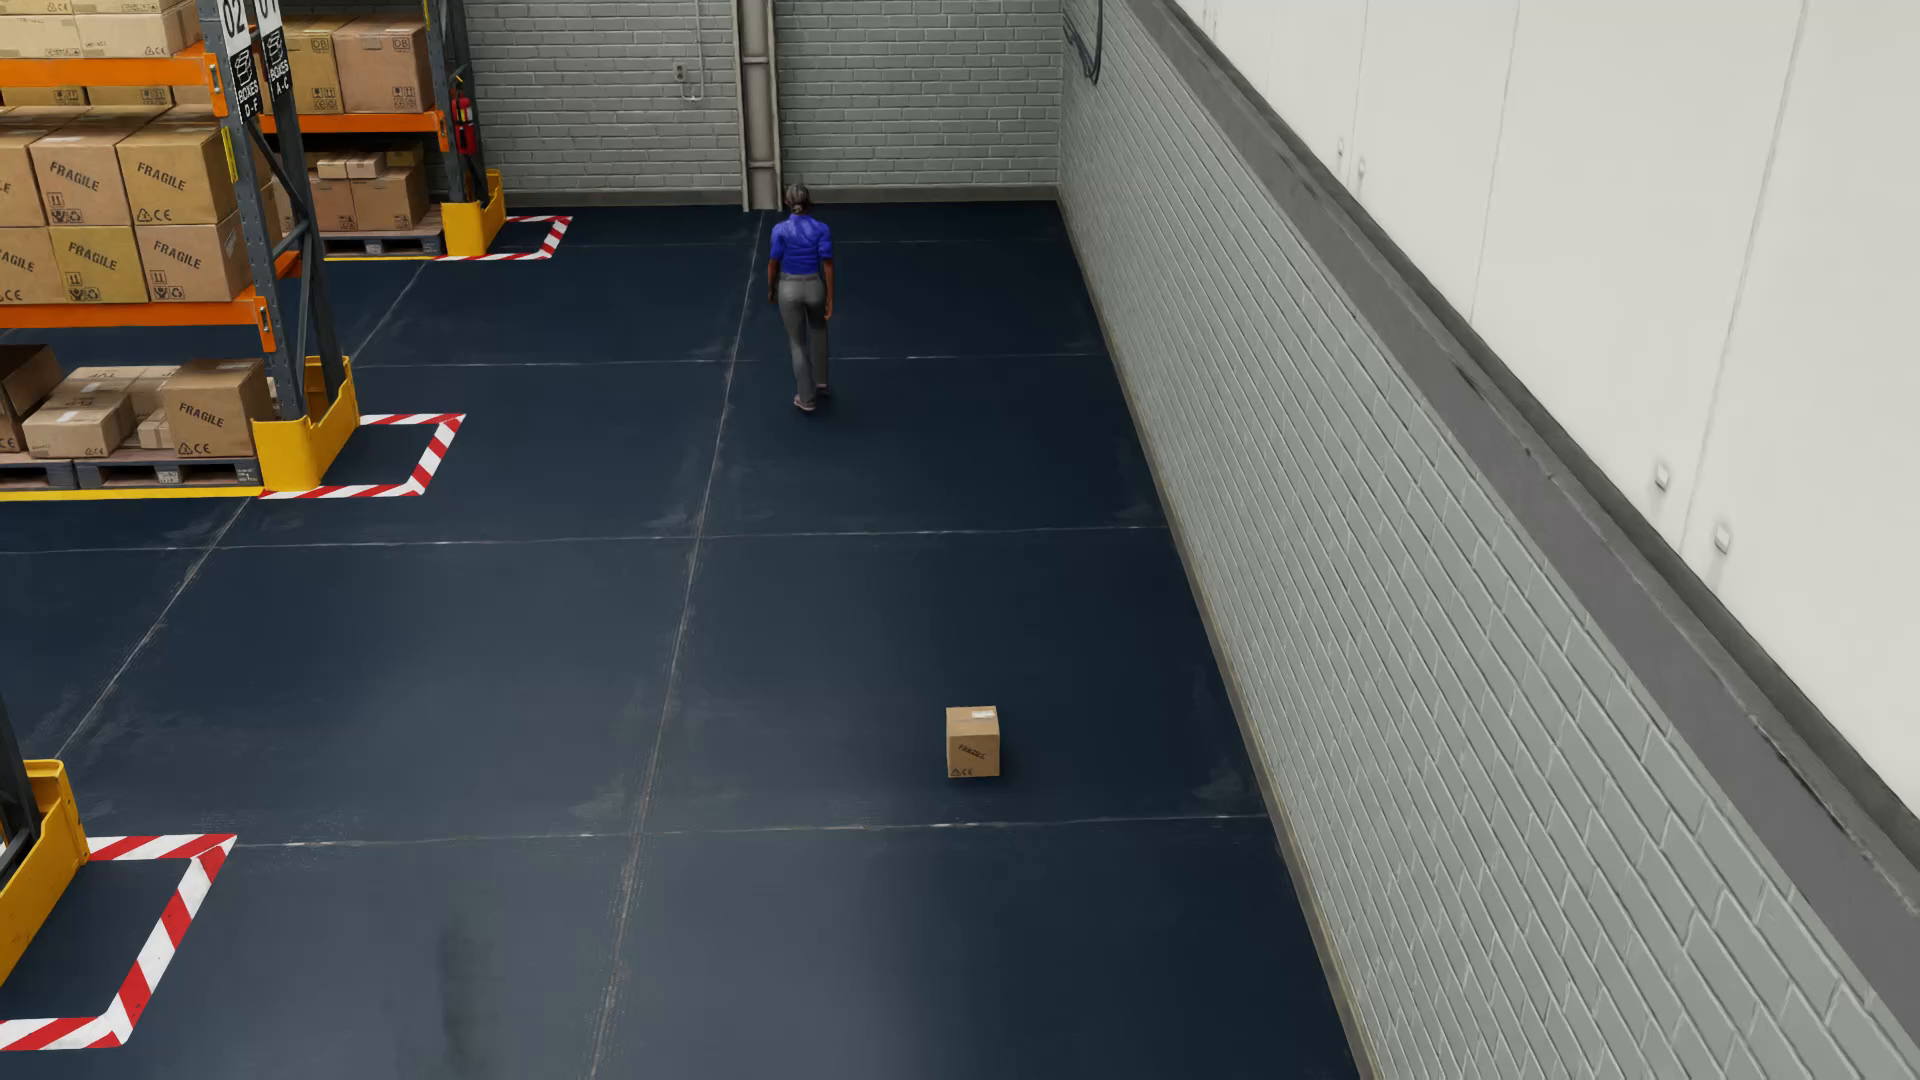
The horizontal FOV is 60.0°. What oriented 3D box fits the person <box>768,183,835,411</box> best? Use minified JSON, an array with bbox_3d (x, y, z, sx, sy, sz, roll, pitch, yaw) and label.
[{"bbox_3d":[-1.138,-1.734,11.967,0.461,1.724,0.588,-6,28,-12],"label":"person"}]
